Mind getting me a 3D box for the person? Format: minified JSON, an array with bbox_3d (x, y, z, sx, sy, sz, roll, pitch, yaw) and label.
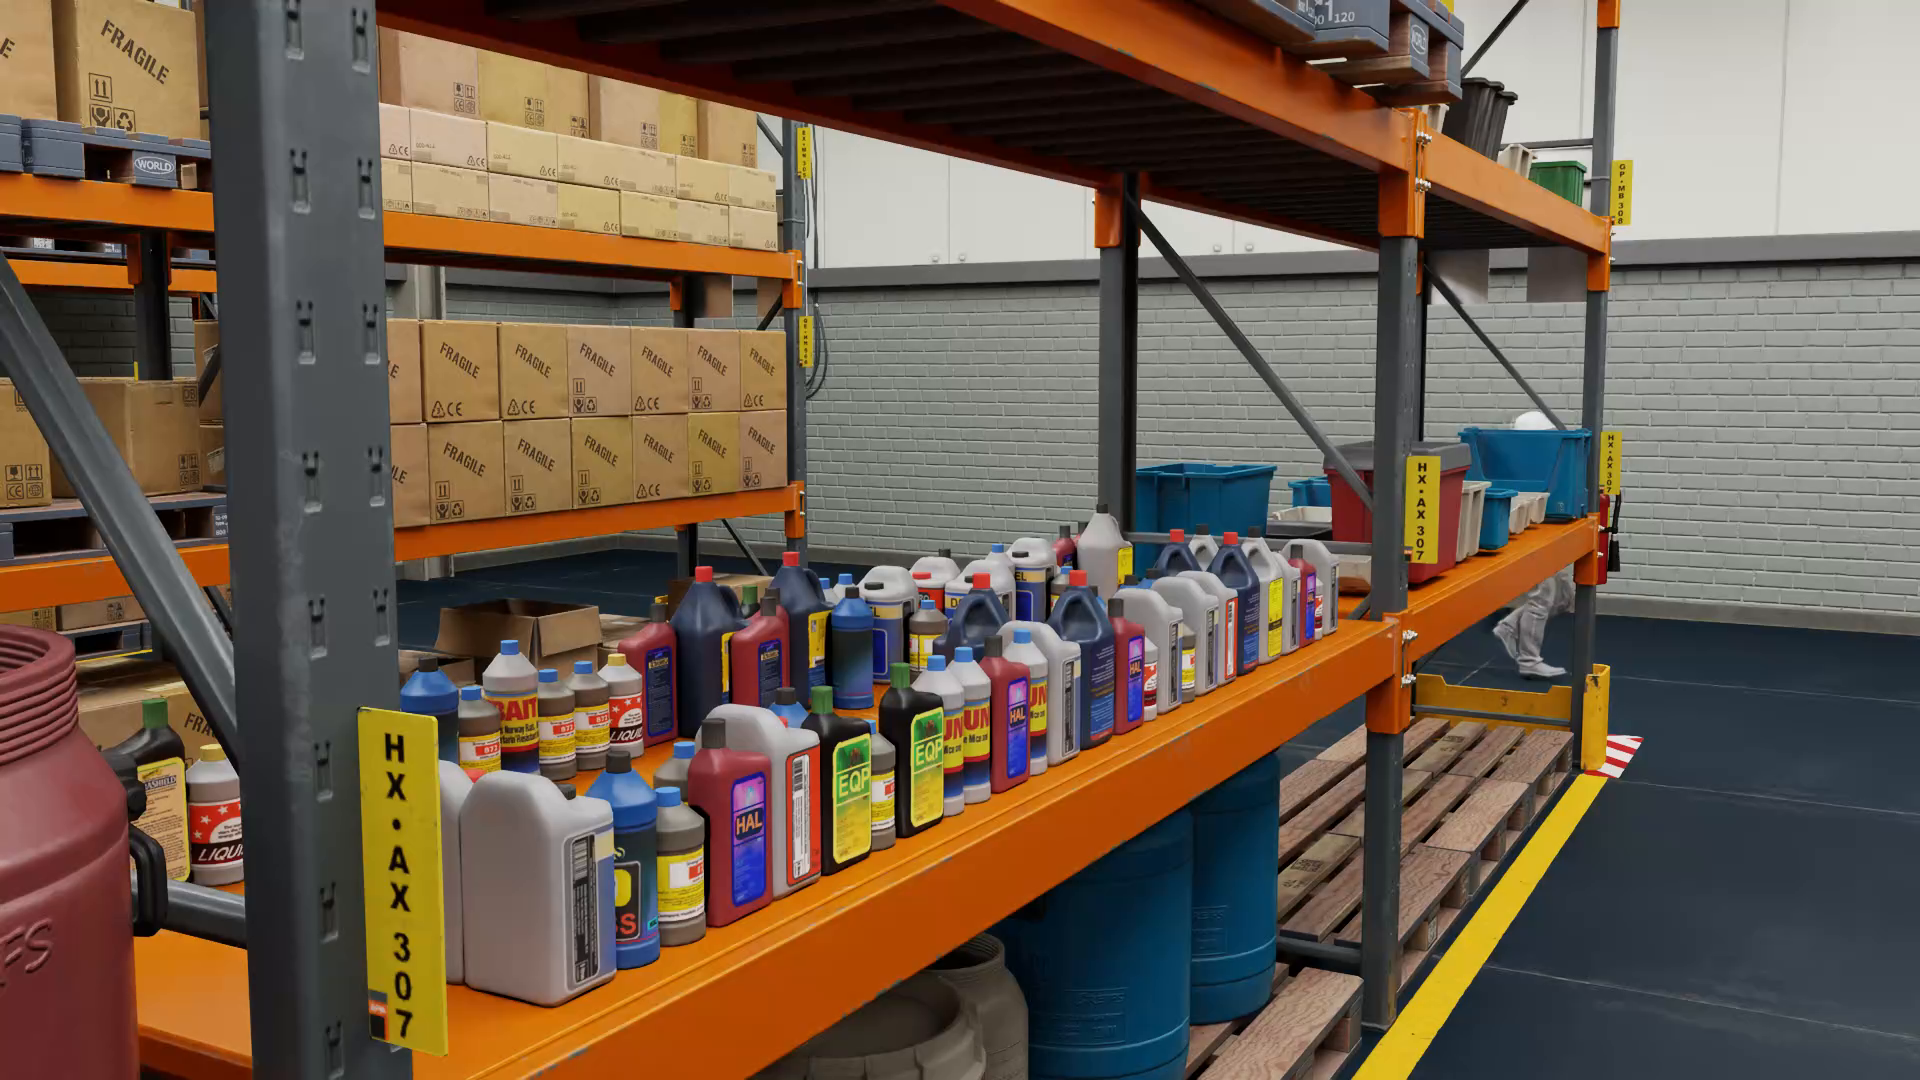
[{"bbox_3d":[3.812,0.023,11.079,0.526,1.756,0.570,4,7,32],"label":"person"}]
